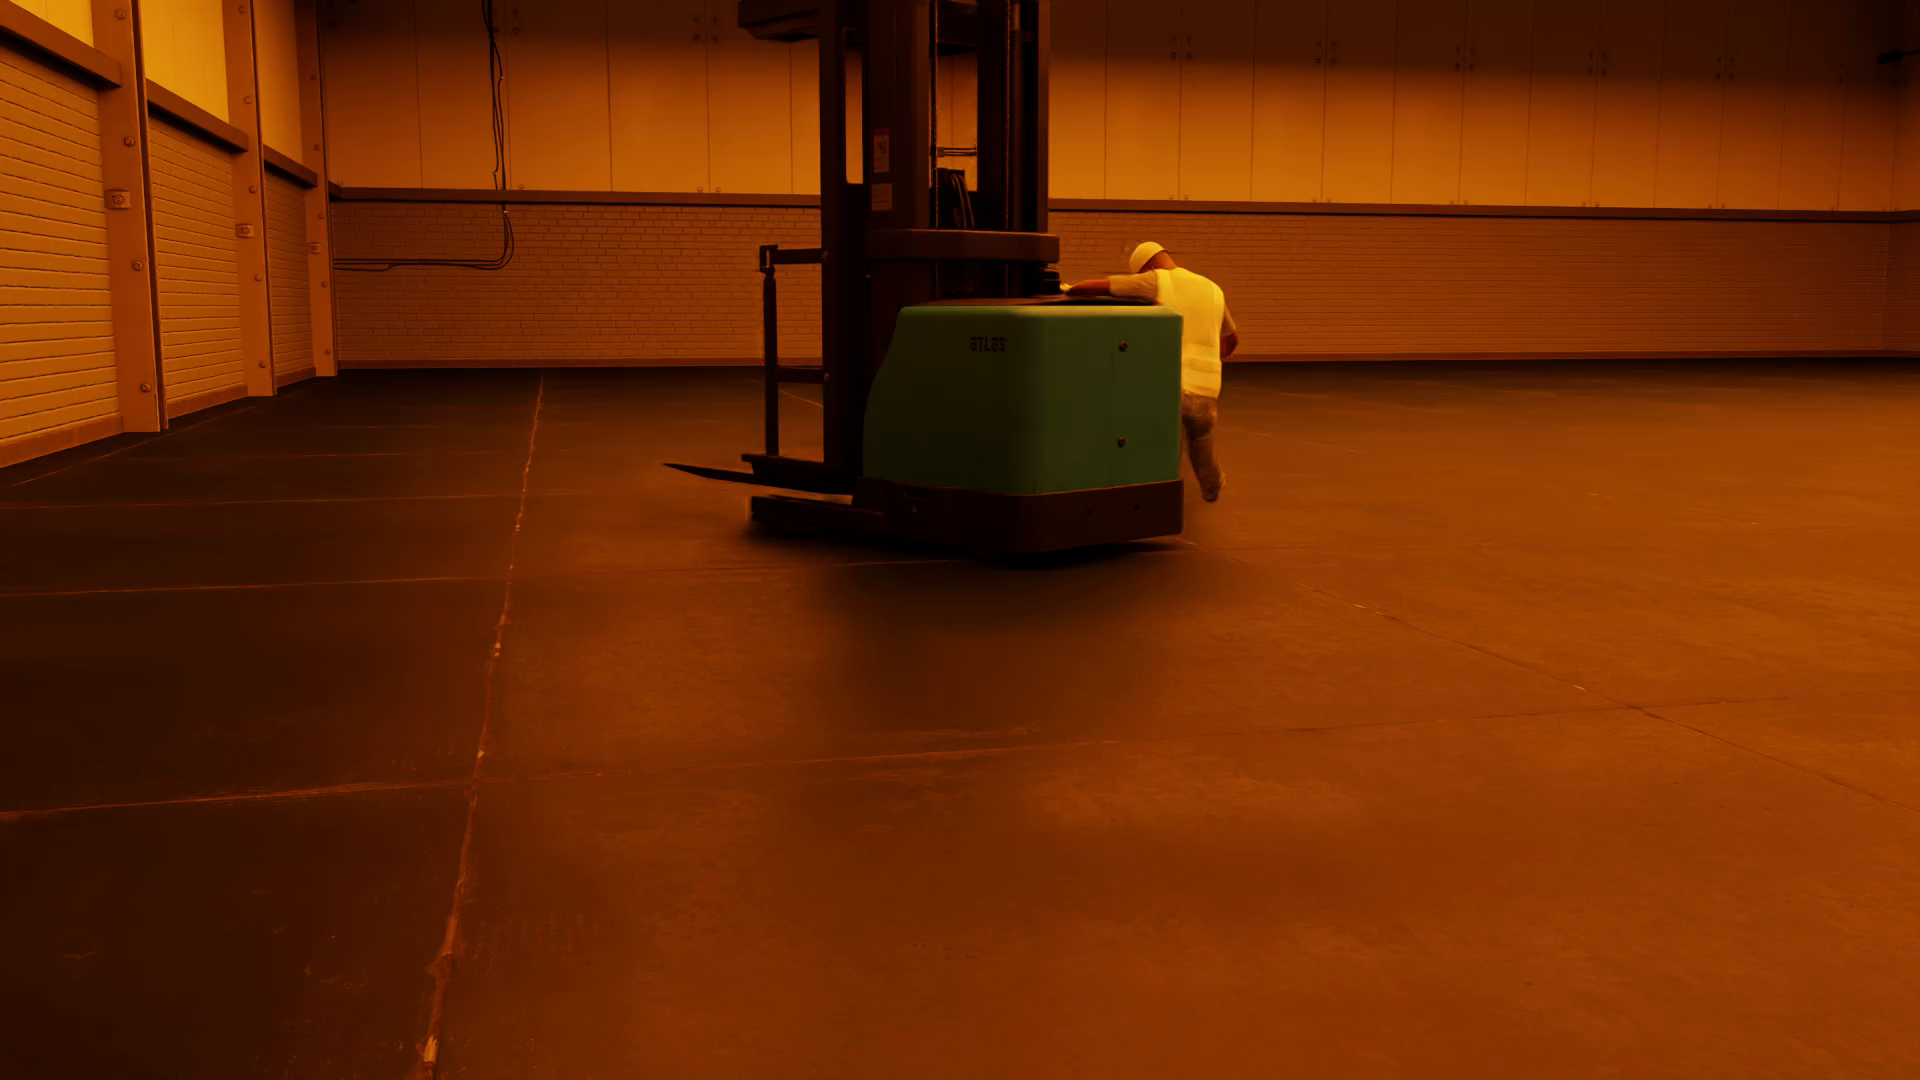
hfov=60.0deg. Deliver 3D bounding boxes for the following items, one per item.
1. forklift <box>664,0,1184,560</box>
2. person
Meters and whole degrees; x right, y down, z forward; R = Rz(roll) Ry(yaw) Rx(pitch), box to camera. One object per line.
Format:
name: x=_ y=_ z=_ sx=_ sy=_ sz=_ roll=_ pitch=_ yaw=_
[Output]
forklift: x=-0.361 y=-1.524 z=8.021 sx=1.130 sy=2.935 sz=3.031 roll=-7 pitch=11 yaw=-41
person: x=1.007 y=-0.846 z=8.721 sx=1.253 sy=1.420 sz=0.974 roll=-3 pitch=8 yaw=-19
